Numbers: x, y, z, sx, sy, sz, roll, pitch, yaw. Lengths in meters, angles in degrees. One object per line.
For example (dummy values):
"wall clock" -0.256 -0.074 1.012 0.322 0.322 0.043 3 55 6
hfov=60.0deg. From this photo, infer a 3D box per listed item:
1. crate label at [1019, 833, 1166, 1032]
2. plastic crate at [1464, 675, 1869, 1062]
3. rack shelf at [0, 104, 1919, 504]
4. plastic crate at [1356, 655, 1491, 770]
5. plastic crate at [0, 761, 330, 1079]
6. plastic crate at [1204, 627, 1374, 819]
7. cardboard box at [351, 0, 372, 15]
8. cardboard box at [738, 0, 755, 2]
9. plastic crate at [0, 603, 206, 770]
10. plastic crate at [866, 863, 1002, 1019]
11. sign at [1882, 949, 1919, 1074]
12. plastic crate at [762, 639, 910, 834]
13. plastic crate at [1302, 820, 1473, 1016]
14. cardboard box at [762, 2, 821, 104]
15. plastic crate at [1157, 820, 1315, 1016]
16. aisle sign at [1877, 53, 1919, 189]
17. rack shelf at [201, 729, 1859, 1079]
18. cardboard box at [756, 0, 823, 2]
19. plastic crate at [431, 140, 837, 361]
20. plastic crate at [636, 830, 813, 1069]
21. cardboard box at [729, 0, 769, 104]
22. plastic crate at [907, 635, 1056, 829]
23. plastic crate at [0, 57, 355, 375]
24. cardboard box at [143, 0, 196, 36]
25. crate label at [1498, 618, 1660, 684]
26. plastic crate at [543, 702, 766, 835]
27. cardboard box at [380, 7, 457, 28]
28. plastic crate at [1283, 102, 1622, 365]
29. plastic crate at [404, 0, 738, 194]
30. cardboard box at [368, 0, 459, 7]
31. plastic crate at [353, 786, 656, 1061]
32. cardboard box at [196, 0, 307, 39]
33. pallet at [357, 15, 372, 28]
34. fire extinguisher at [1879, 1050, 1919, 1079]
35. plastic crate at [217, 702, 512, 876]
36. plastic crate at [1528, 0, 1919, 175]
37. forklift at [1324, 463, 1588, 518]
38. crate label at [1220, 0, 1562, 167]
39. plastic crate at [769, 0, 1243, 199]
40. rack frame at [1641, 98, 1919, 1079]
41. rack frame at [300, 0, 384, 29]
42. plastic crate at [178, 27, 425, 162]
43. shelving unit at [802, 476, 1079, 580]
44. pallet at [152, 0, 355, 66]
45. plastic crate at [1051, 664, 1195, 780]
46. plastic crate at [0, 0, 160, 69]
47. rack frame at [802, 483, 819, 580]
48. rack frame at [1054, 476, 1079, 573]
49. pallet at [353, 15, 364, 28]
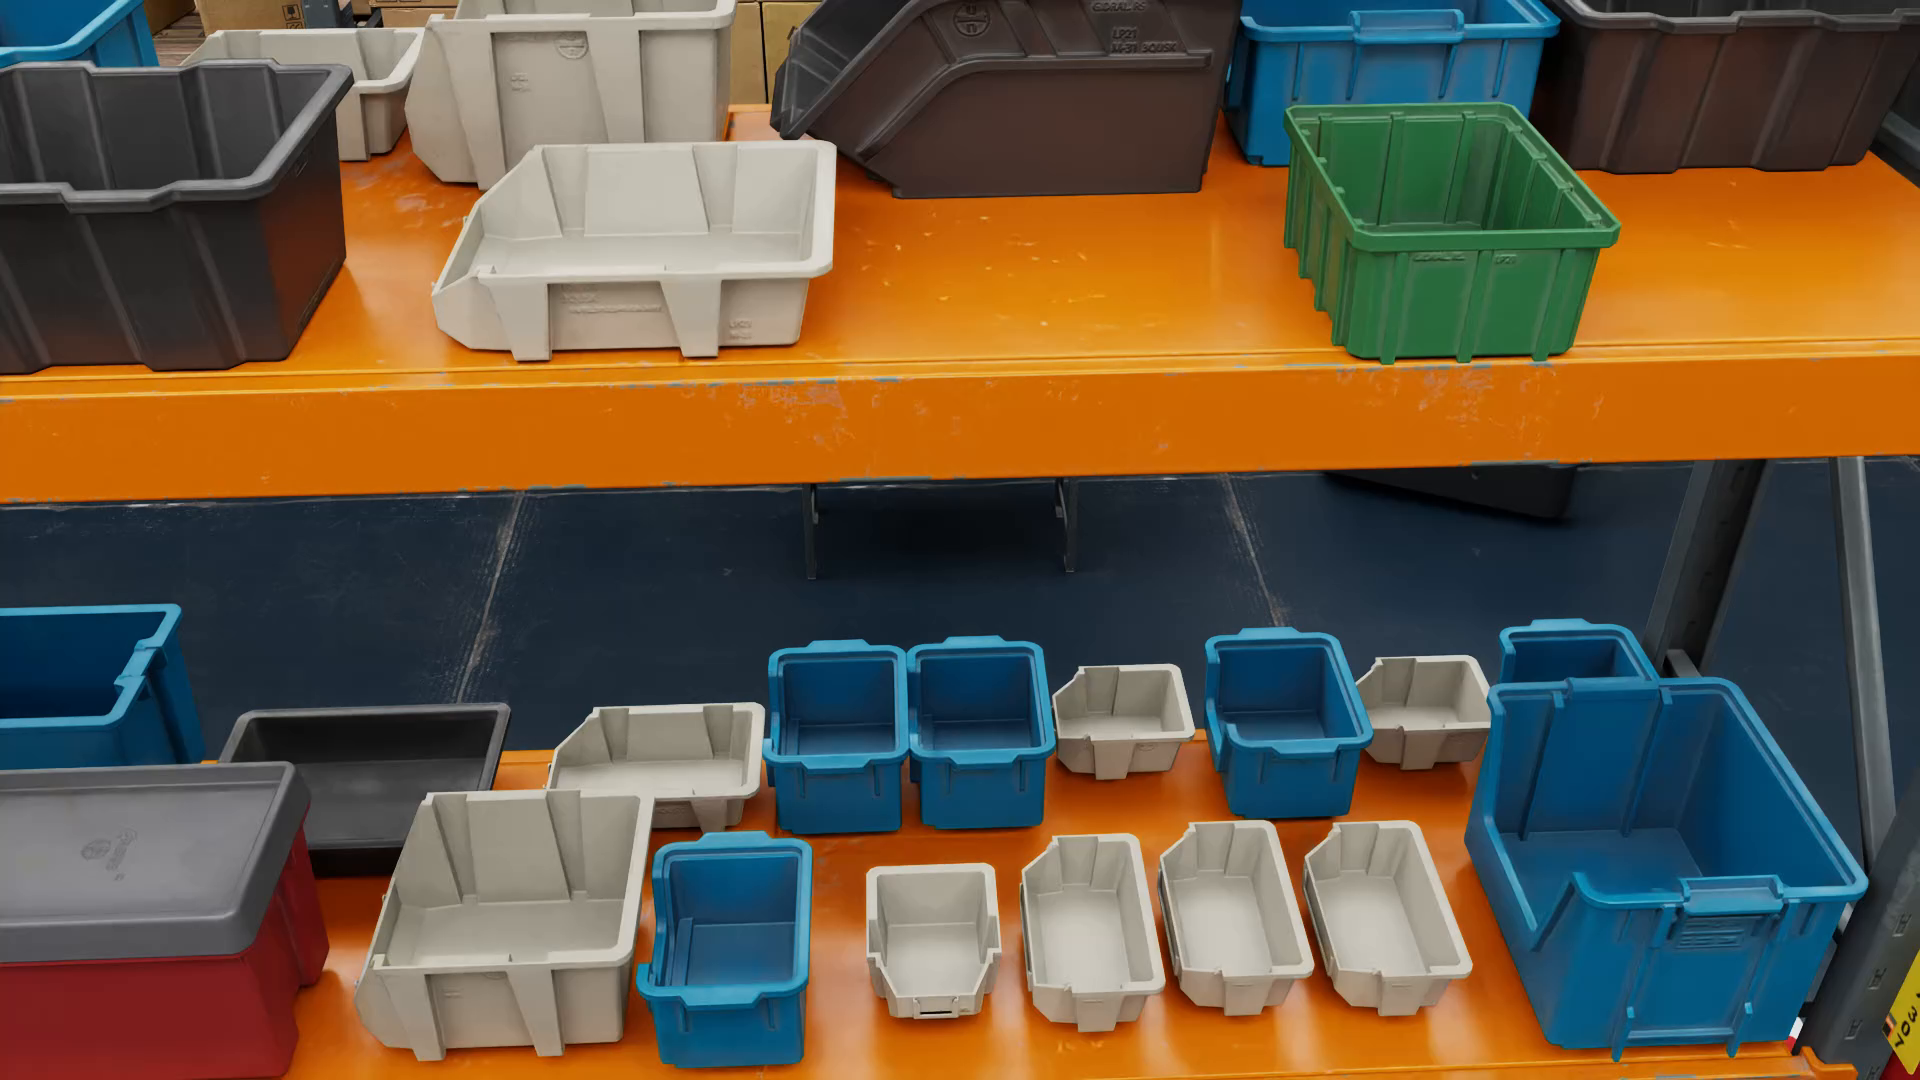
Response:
"crate label" 0.244 0.758 3.198 0.243 0.136 0.396 -2 35 -2
"plastic crate" 1.291 0.604 3.157 0.499 0.435 0.616 -2 35 -2
"rack shelf" -0.381 -0.356 2.624 4.000 0.370 1.077 -2 35 -2
"plastic crate" 1.030 0.393 3.725 0.298 0.136 0.250 -2 35 -2
"plastic crate" -1.475 0.703 2.989 0.583 0.464 0.402 -2 35 -2
"plastic crate" 0.697 0.410 3.617 0.300 0.233 0.416 -2 35 -2
"cardboard box" -4.378 -4.167 11.656 0.750 0.750 0.750 -1 35 -1
"cardboard box" -1.096 -2.513 6.778 0.500 0.500 0.500 -3 35 -4
"plastic crate" -1.928 0.411 3.481 0.575 0.384 0.392 -2 35 -2
"plastic crate" -0.051 0.776 3.171 0.250 0.136 0.298 -2 35 -2
"sign" 1.659 0.773 2.853 0.005 0.325 0.100 -2 35 -2
"plastic crate" -0.260 0.435 3.579 0.300 0.233 0.416 -2 35 -2
"plastic crate" 0.811 0.737 3.229 0.243 0.136 0.396 -2 35 -2
"cardboard box" -0.568 -2.122 7.093 0.500 0.500 0.500 -2 35 -3
"plastic crate" 0.521 0.736 3.229 0.243 0.136 0.396 -2 35 -2
"aisle sign" 1.675 -0.712 2.858 0.004 0.787 0.394 -2 35 -2
"rack shelf" -0.381 0.878 3.478 4.000 0.370 1.077 -2 35 -2
"cardboard box" -0.581 -2.527 6.799 0.500 0.500 0.500 -1 35 -1
"plastic crate" -0.435 -0.400 2.288 0.530 0.136 0.437 -2 35 -2
"plastic crate" -0.422 0.773 3.091 0.300 0.233 0.416 -2 35 -2
"cardboard box" -1.076 -2.108 7.072 0.500 0.500 0.500 -2 35 -2
"plastic crate" 0.040 0.427 3.591 0.300 0.233 0.416 -2 35 -2
"plastic crate" -1.125 -0.421 2.202 0.590 0.269 0.497 -2 35 -2
"cardboard box" -3.777 -2.453 7.202 0.500 0.500 0.700 4 35 5
"crate label" 1.355 0.392 3.642 0.303 0.233 0.416 -2 35 -2
"plastic crate" -0.653 0.502 3.568 0.466 0.136 0.293 -2 35 -2
"cardboard box" -2.087 -2.080 7.032 0.500 0.500 0.500 -1 35 -1
"plastic crate" 0.645 -0.429 2.285 0.336 0.188 0.450 -2 35 -2
"plastic crate" -0.611 -0.772 2.698 0.530 0.282 0.437 -2 35 -2
"cardboard box" -2.125 -2.485 6.738 0.500 0.500 0.500 -1 35 -1
"plastic crate" -0.845 0.724 3.120 0.530 0.282 0.437 -2 35 -2
"cardboard box" -3.093 -2.508 7.281 0.500 0.500 0.700 -13 37 -18
"pallet" -3.615 -3.785 12.034 1.213 0.211 1.003 -2 35 -2
"fire extinguisher" 1.789 0.968 3.112 0.183 0.674 0.296 -2 35 -2
"plastic crate" -1.273 0.541 3.521 0.590 0.125 0.437 -2 35 -2
"plastic crate" 1.219 -0.800 2.749 0.590 0.269 0.497 -2 35 -2
"forklift" 2.557 -2.126 7.246 1.130 2.935 3.031 14 37 19
"crate label" 0.680 -0.803 2.769 0.502 0.251 0.408 -2 35 -2
"plastic crate" 0.078 -0.795 2.681 0.767 0.338 0.504 -2 35 -2
"rack frame" 1.617 0.528 3.351 0.127 3.000 1.000 -2 35 -2
"rack frame" -2.609 -2.180 7.264 0.127 3.000 1.000 -2 35 -2
"plastic crate" -1.126 -0.740 2.779 0.466 0.136 0.293 -2 35 -2
"shelving unit" -0.085 -0.614 6.320 1.048 1.500 0.538 -2 35 -2
"pallet" -3.413 -2.141 7.377 1.213 0.211 1.003 -2 35 -2
"plastic crate" 0.353 0.411 3.699 0.298 0.136 0.250 -2 35 -2
"plastic crate" -1.484 -0.735 2.687 0.300 0.233 0.416 -2 35 -2
"rack frame" -0.593 -0.601 6.300 0.032 1.500 0.500 -2 35 -2
"rack frame" 0.423 -0.628 6.340 0.032 1.500 0.500 -2 35 -2
"pallet" -4.836 -3.751 11.984 1.213 0.211 1.003 -2 35 -2
